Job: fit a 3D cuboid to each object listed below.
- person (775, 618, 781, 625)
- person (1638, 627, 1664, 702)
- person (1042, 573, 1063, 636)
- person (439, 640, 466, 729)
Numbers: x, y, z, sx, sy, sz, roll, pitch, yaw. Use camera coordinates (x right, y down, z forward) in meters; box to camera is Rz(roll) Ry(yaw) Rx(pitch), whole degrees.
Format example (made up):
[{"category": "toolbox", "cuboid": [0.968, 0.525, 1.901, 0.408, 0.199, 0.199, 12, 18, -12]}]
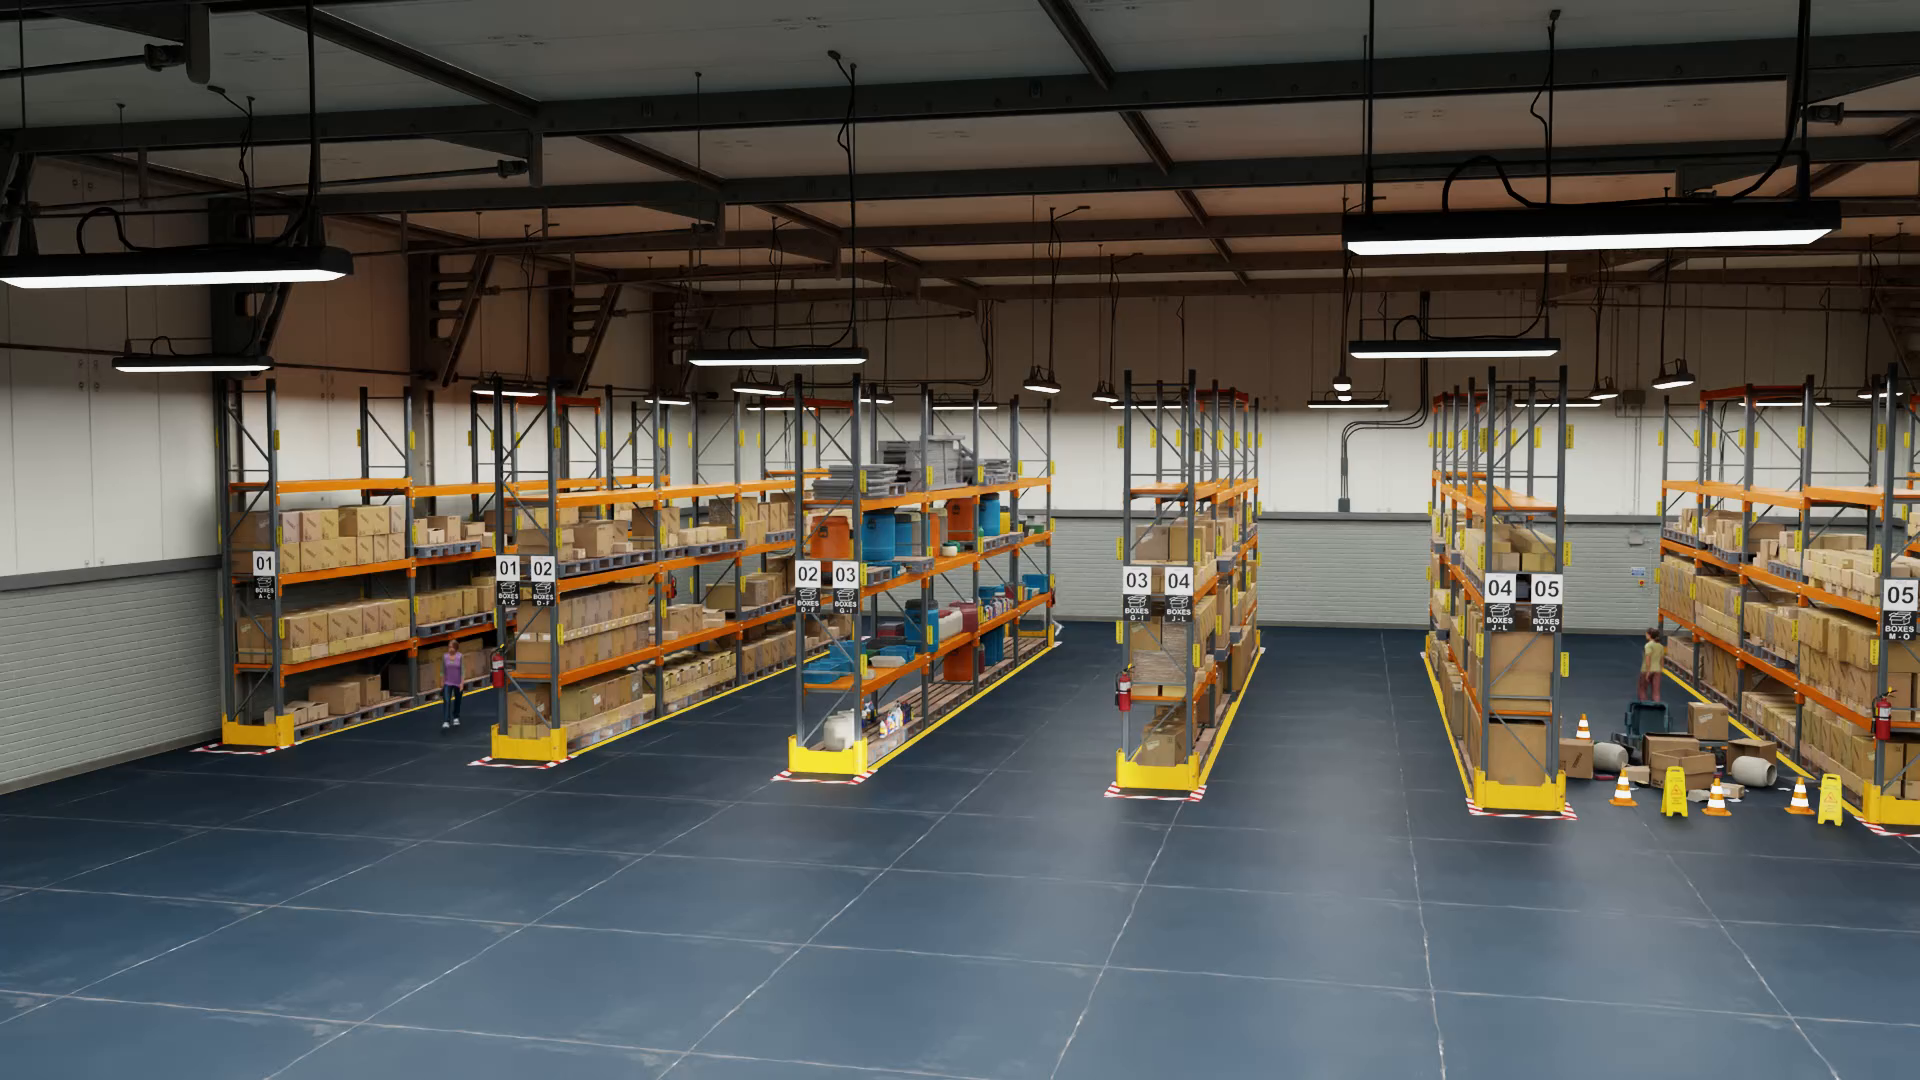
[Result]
[{"category": "person", "cuboid": [-4.977, 1.506, 44.419, 0.687, 1.666, 0.695, 1, 4, 23]}, {"category": "person", "cuboid": [12.342, 2.398, 29.604, 0.445, 1.669, 0.606, 0, 3, 2]}, {"category": "person", "cuboid": [2.292, 1.647, 41.834, 0.593, 1.659, 0.430, 0, 3, 0]}, {"category": "person", "cuboid": [-8.756, 2.487, 28.707, 0.430, 1.533, 1.020, -1, 4, -21]}]
